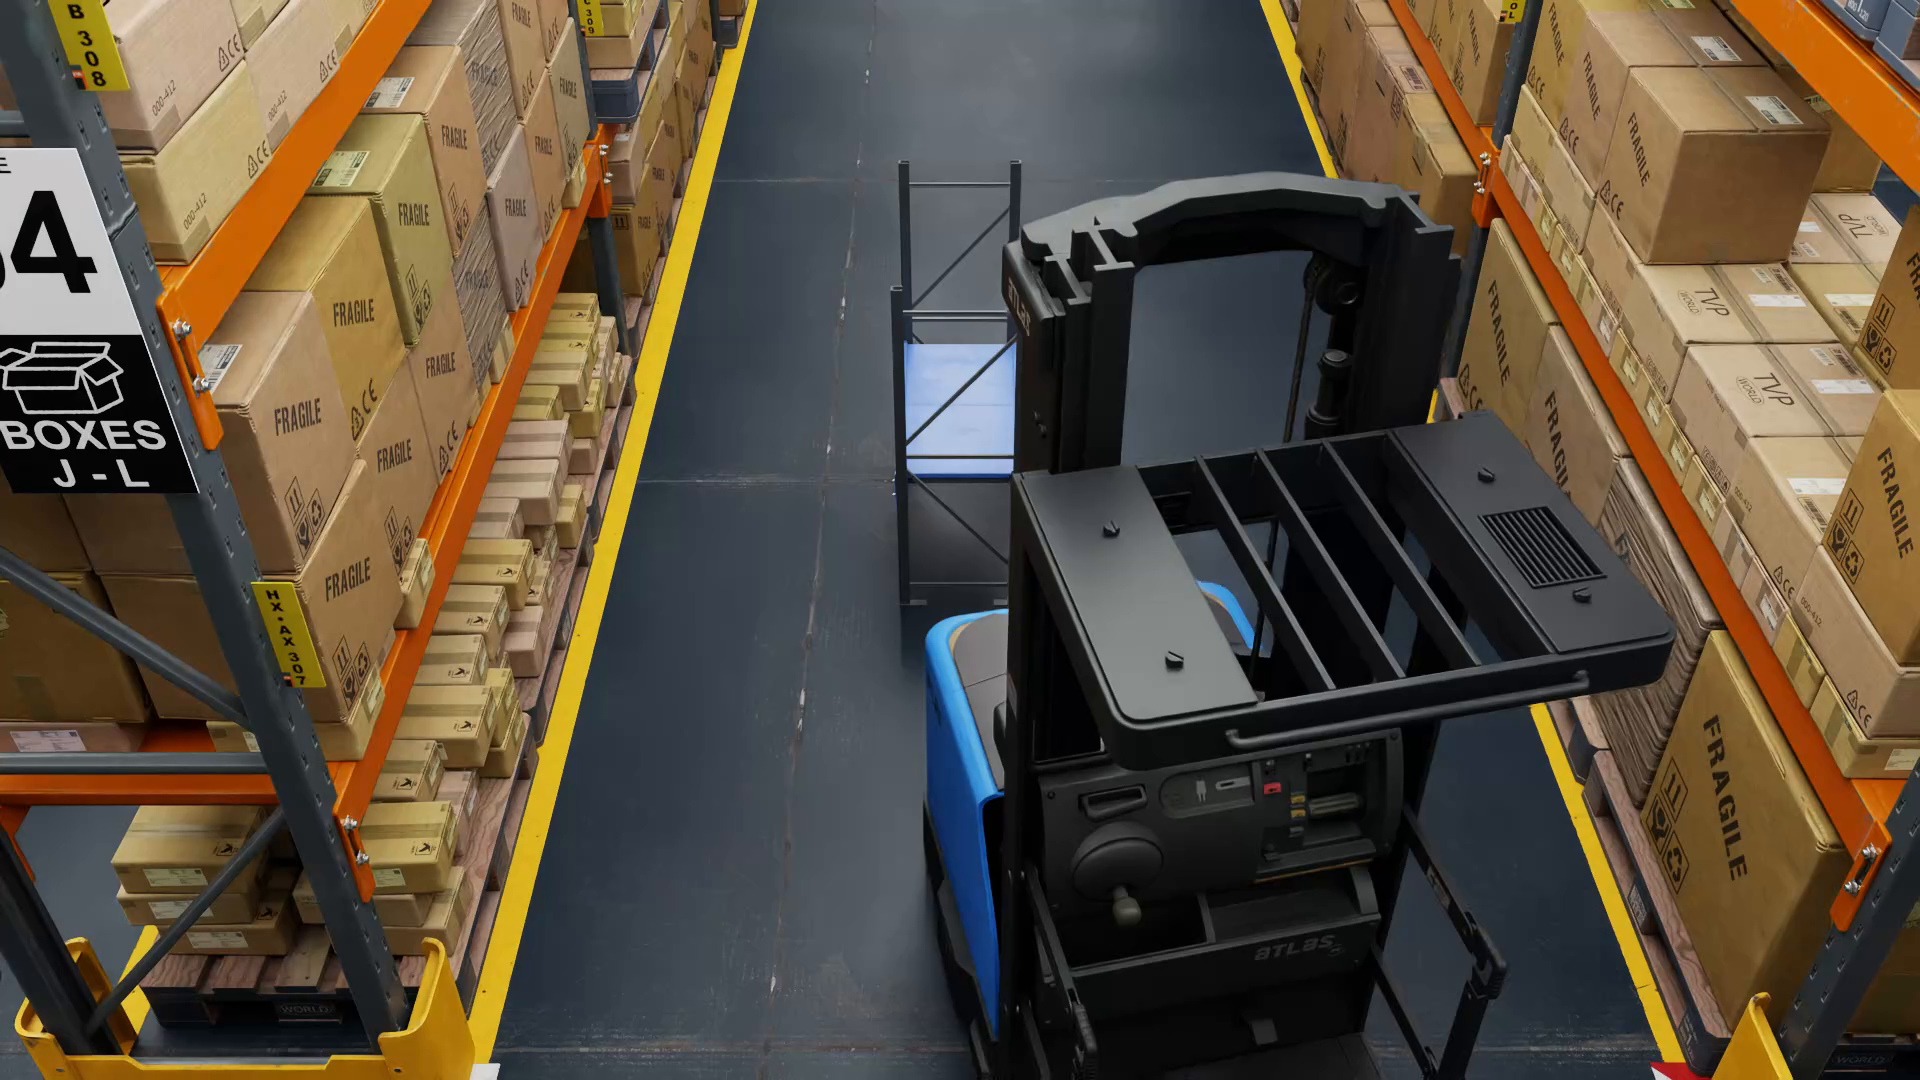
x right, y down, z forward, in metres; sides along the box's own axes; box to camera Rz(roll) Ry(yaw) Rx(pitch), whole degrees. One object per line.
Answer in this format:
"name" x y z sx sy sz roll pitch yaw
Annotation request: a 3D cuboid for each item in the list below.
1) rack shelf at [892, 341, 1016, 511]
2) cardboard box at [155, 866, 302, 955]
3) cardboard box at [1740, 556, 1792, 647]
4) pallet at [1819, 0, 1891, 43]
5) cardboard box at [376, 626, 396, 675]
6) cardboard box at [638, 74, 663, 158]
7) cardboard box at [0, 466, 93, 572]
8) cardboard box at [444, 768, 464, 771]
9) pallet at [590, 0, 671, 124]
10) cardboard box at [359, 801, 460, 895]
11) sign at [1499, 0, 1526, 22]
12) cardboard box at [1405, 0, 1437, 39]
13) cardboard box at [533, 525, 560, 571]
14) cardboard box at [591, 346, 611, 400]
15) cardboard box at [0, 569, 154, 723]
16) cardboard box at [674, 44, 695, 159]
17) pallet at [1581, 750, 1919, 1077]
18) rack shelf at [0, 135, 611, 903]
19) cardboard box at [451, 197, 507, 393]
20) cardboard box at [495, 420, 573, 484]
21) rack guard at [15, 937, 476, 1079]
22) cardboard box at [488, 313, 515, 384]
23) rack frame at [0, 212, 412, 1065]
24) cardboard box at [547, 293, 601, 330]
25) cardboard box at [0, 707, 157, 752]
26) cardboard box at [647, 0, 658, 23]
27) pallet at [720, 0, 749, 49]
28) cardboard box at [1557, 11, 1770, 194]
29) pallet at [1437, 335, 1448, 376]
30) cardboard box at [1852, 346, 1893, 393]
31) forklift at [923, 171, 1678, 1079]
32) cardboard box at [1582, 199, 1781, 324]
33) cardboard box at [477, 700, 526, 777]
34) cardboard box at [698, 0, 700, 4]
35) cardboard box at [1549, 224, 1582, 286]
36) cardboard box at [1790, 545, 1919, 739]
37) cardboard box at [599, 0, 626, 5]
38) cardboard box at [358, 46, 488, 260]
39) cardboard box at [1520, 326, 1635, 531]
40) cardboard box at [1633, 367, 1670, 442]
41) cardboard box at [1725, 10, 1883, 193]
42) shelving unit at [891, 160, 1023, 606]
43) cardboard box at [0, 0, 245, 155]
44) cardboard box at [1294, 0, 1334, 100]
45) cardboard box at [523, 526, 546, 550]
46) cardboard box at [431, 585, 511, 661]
"rack shelf" 0.000 -0.498 6.960 0.538 0.185 1.000 0 39 0
"cardboard box" -2.319 1.182 5.320 0.380 0.149 0.250 1 39 1
"cardboard box" 2.519 0.177 4.831 0.380 0.149 0.250 0 39 0
"pallet" 2.834 -1.742 4.698 1.003 0.211 1.213 0 39 0
"cardboard box" -1.824 0.299 4.680 0.380 0.149 0.250 1 39 2
"cardboard box" -1.854 -2.215 8.679 0.500 0.250 0.500 1 39 1
"cardboard box" -2.359 -0.269 4.069 0.500 0.500 0.500 -1 39 -1
"cardboard box" -1.887 0.743 5.630 0.380 0.149 0.250 0 39 1
"pallet" -1.970 -2.342 7.927 1.003 0.211 1.213 0 39 0
"cardboard box" -1.771 0.951 5.133 0.380 0.149 0.250 -2 39 -2
"sign" 2.303 -2.294 6.851 0.100 0.325 0.005 0 39 0
"cardboard box" 2.571 -2.847 8.324 0.500 0.500 0.500 0 39 -1
"cardboard box" -1.839 0.065 6.714 0.380 0.149 0.250 1 39 1
"cardboard box" -1.784 -0.740 7.481 0.380 0.149 0.250 -2 39 -2
"cardboard box" -2.368 0.127 4.375 0.500 0.500 0.500 1 39 1
"cardboard box" -1.843 -2.562 9.711 0.500 0.500 0.500 -2 39 -2
"pallet" 2.771 1.210 5.571 1.003 0.211 1.213 0 39 0
"rack shelf" -2.112 -0.407 5.935 1.077 0.370 4.000 0 39 0
"cardboard box" -1.855 -0.833 5.573 0.500 0.500 0.500 -1 39 -1
"cardboard box" -1.792 -0.353 6.760 0.380 0.149 0.250 -2 39 -2
"rack guard" -2.110 1.491 4.990 1.175 0.500 0.348 0 39 0
"cardboard box" -1.807 -0.685 5.907 0.380 0.149 0.250 1 39 1
"rack frame" -2.110 0.563 4.149 1.000 3.000 0.127 0 39 0
"cardboard box" -1.854 -1.000 7.567 0.380 0.149 0.250 1 39 1
"cardboard box" -2.393 0.457 4.482 0.380 0.149 0.250 0 39 0
"cardboard box" -1.658 -2.581 7.937 0.380 0.149 0.250 0 39 0
"pallet" -2.045 -3.845 11.879 1.003 0.211 1.213 0 39 0
"cardboard box" 2.583 -1.622 6.157 0.500 0.500 0.500 0 39 0
"pallet" 2.769 -1.273 8.670 1.003 0.211 1.213 0 39 0
"cardboard box" 3.115 -0.375 5.201 0.500 0.250 0.500 -1 39 -2
"forklift" 0.703 0.775 3.940 1.130 2.935 3.031 -8 39 -10
"cardboard box" 2.586 -1.008 5.991 0.500 0.250 0.500 1 39 1
"cardboard box" -1.771 0.704 5.916 0.380 0.149 0.250 0 39 1
"cardboard box" -1.856 -3.494 10.274 0.500 0.250 0.500 -1 39 -1
"cardboard box" 2.516 -1.102 6.428 0.380 0.149 0.250 -1 39 -1
"cardboard box" 2.584 0.262 4.407 0.500 0.250 0.500 -1 39 -1
"cardboard box" -1.655 -2.483 7.340 0.380 0.149 0.250 2 39 2
"cardboard box" -1.834 -1.223 5.260 0.500 0.500 0.500 -1 39 -1
"cardboard box" 2.767 -0.238 6.512 0.875 0.875 0.875 0 39 0
"cardboard box" 2.519 -0.458 5.624 0.380 0.149 0.250 1 39 1
"cardboard box" 3.110 -1.629 6.166 0.500 0.500 0.500 0 39 0
"shelving unit" 0.000 -0.639 6.848 0.538 1.500 1.048 0 39 0
"cardboard box" -1.851 -1.025 3.452 0.500 0.250 0.500 1 39 1
"cardboard box" 2.821 -3.284 10.312 1.225 0.875 0.875 -2 39 -2
"cardboard box" -1.864 -0.089 6.668 0.380 0.149 0.250 -2 39 -2
"cardboard box" -1.838 0.293 5.954 0.380 0.149 0.250 1 39 2
